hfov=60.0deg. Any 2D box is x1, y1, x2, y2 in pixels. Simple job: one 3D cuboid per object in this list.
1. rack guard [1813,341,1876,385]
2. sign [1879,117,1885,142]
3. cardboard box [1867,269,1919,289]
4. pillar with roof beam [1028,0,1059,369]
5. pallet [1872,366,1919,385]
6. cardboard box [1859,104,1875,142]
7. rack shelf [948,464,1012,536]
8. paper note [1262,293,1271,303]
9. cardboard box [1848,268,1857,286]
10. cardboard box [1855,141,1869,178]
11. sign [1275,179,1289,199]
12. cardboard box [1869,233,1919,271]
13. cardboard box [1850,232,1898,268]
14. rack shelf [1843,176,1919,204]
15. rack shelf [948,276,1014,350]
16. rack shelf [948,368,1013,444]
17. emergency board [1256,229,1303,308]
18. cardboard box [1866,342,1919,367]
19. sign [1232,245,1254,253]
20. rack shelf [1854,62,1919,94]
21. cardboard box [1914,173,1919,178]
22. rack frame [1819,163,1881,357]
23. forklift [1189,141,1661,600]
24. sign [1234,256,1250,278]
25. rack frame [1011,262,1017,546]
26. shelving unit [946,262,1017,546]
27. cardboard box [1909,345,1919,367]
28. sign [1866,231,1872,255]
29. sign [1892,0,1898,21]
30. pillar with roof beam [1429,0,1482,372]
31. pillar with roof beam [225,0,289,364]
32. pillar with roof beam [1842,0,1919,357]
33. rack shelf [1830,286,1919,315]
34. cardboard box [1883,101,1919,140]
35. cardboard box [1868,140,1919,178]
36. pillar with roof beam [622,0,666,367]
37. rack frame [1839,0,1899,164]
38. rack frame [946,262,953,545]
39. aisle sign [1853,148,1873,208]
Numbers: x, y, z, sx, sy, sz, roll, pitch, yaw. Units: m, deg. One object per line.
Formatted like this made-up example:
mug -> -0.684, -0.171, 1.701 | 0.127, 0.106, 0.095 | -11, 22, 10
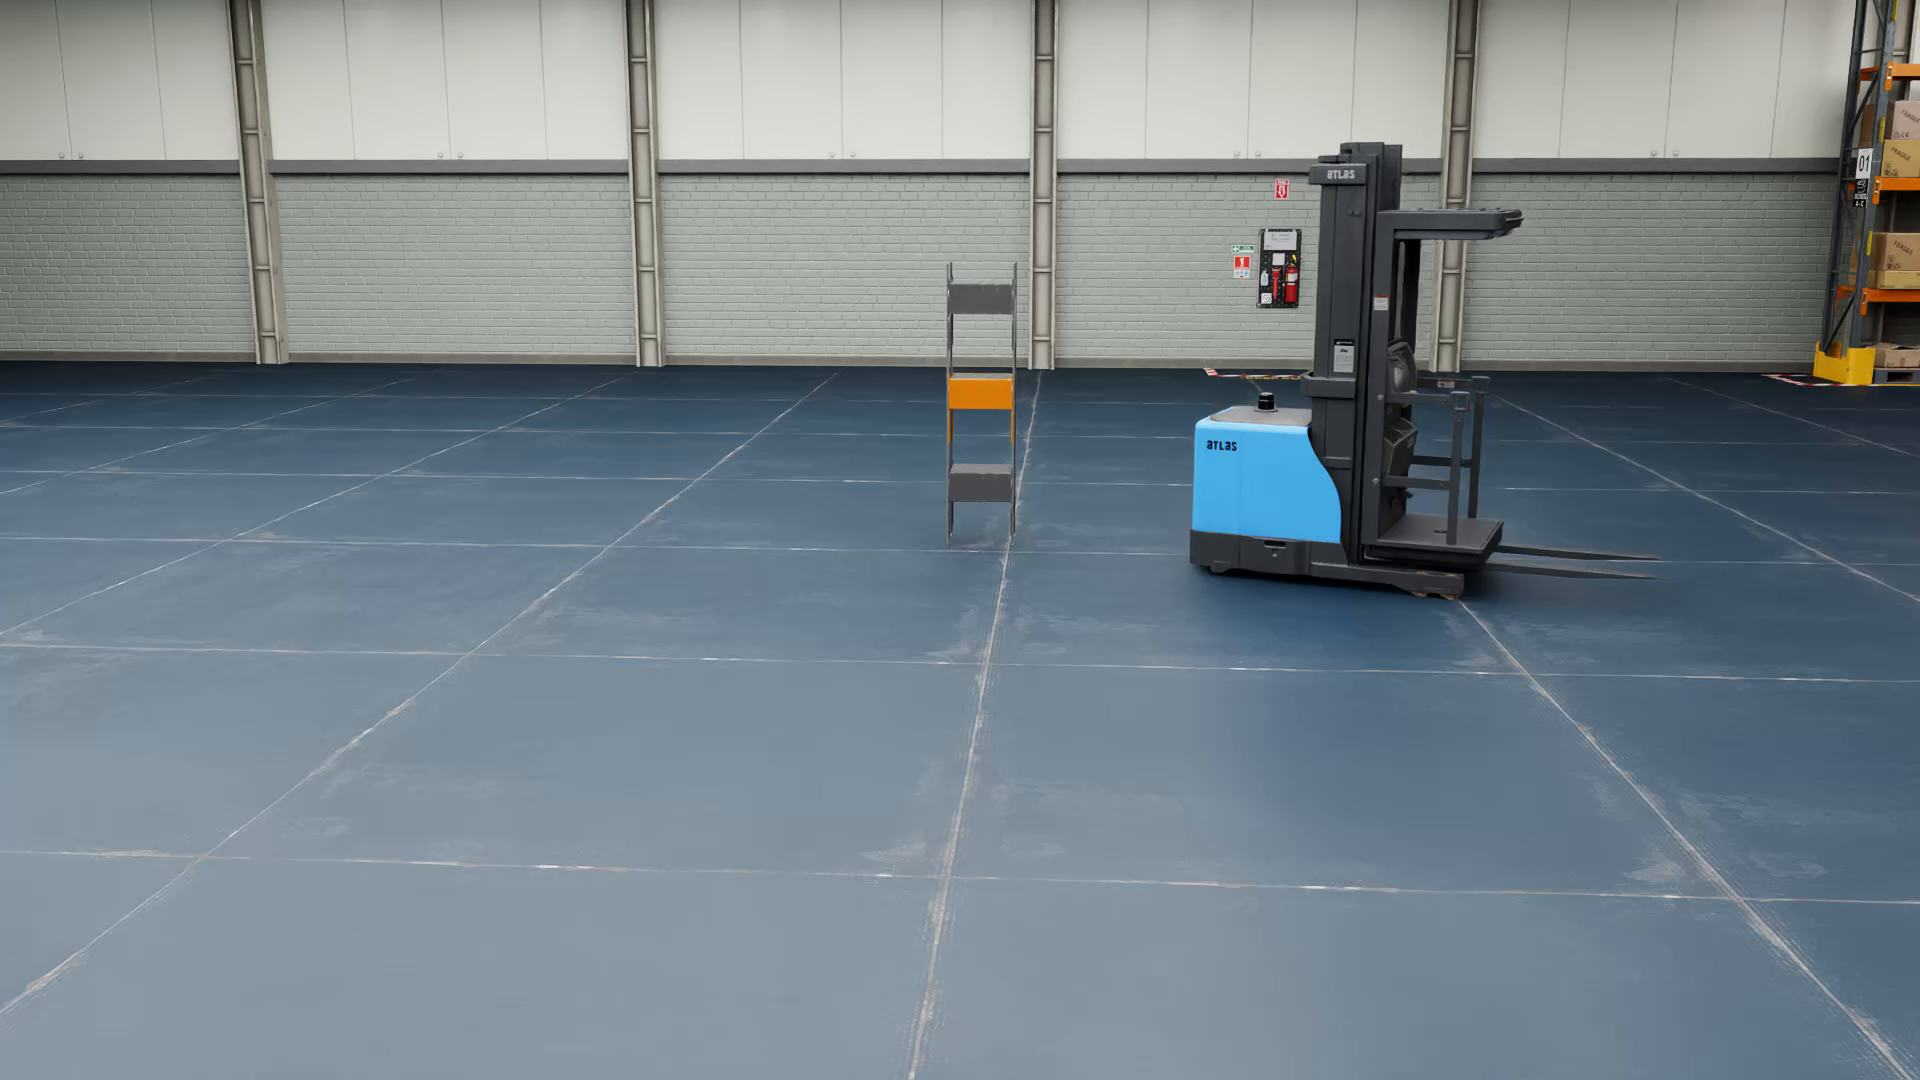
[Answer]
rack guard -> 12.529, -2.517, 23.580 | 0.348, 0.500, 1.175 | 1, 12, 4
sign -> 12.417, -5.527, 22.402 | 0.005, 0.325, 0.100 | 1, 12, 4
cardboard box -> 12.919, -3.606, 23.000 | 0.500, 0.250, 0.500 | 0, 12, 2
pillar with roof beam -> 0.949, -6.130, 20.094 | 0.400, 9.000, 9.100 | 1, 12, 4
pallet -> 13.337, -2.357, 23.521 | 1.213, 0.211, 1.003 | 1, 12, 4
cardboard box -> 12.901, -5.805, 23.134 | 0.500, 0.500, 0.500 | 1, 12, 6
rack shelf -> 0.165, -0.327, 12.688 | 0.480, 0.518, 0.431 | 1, 12, 4
paper note -> 4.588, -3.618, 24.888 | 0.142, 0.148, 0.016 | 1, 12, 4
cardboard box -> 12.933, -3.711, 23.501 | 0.500, 0.250, 0.500 | 1, 12, 5
cardboard box -> 12.886, -5.314, 23.229 | 0.500, 0.500, 0.500 | 2, 12, 8
sign -> 4.758, -5.187, 24.579 | 0.199, 0.298, 0.001 | 1, 12, 4
cardboard box -> 12.909, -3.977, 22.940 | 0.500, 0.500, 0.500 | 1, 12, 4
cardboard box -> 12.938, -4.082, 23.442 | 0.500, 0.500, 0.500 | 1, 12, 3
rack shelf -> 14.449, -4.830, 22.964 | 4.000, 0.370, 1.077 | 1, 12, 4
rack shelf -> 0.165, -1.697, 12.402 | 0.480, 0.518, 0.431 | 1, 12, 4
rack shelf -> 0.165, -1.012, 12.545 | 0.480, 0.518, 0.431 | 1, 12, 4
emergency board -> 4.760, -4.032, 24.719 | 0.643, 1.169, 0.194 | 1, 12, 4
cardboard box -> 13.137, -2.613, 23.426 | 0.500, 0.311, 0.500 | -1, 12, -3
sign -> 4.219, -4.336, 24.789 | 0.331, 0.109, 0.001 | 1, 12, 4
rack shelf -> 14.449, -6.297, 22.658 | 4.000, 0.370, 1.077 | 1, 12, 4
cardboard box -> 13.304, -5.198, 22.673 | 0.500, 0.500, 0.500 | 2, 12, 8
rack frame -> 12.453, -3.742, 23.329 | 0.127, 3.000, 1.000 | 1, 12, 4
forklift -> 3.172, -1.167, 11.189 | 3.031, 2.935, 1.130 | 5, 13, 24
sign -> 4.215, -4.078, 24.852 | 0.234, 0.329, 0.001 | 1, 12, 4
rack frame -> 0.409, -1.022, 12.526 | 0.015, 2.100, 0.400 | 1, 12, 4
shelving unit -> 0.165, -1.025, 12.542 | 0.503, 2.100, 0.431 | 1, 12, 4
cardboard box -> 13.706, -2.605, 23.388 | 0.500, 0.311, 0.500 | 2, 12, 8
sign -> 12.417, -4.054, 22.710 | 0.005, 0.325, 0.100 | 1, 12, 4
sign -> 12.417, -7.063, 22.081 | 0.005, 0.325, 0.100 | 1, 12, 4
pillar with roof beam -> 6.935, -6.048, 19.701 | 0.400, 9.000, 9.100 | 1, 12, 4
pillar with roof beam -> -11.025, -6.294, 20.879 | 0.400, 9.000, 9.100 | 1, 12, 4
pillar with roof beam -> 12.922, -5.966, 19.309 | 0.400, 9.000, 9.100 | 1, 12, 4
rack shelf -> 14.449, -3.362, 23.271 | 4.000, 0.370, 1.077 | 1, 12, 4
cardboard box -> 12.821, -5.703, 22.644 | 0.500, 0.500, 0.500 | 0, 12, 0
cardboard box -> 12.770, -5.213, 22.743 | 0.500, 0.500, 0.500 | 1, 12, 5
pillar with roof beam -> -5.038, -6.212, 20.486 | 0.400, 9.000, 9.100 | 1, 12, 4
rack frame -> 12.453, -6.678, 22.714 | 0.127, 3.000, 1.000 | 1, 12, 4
rack frame -> -0.078, -1.029, 12.558 | 0.015, 2.100, 0.400 | 1, 12, 4
aisle sign -> 12.361, -4.954, 22.774 | 0.004, 0.787, 0.394 | 1, 12, 4
